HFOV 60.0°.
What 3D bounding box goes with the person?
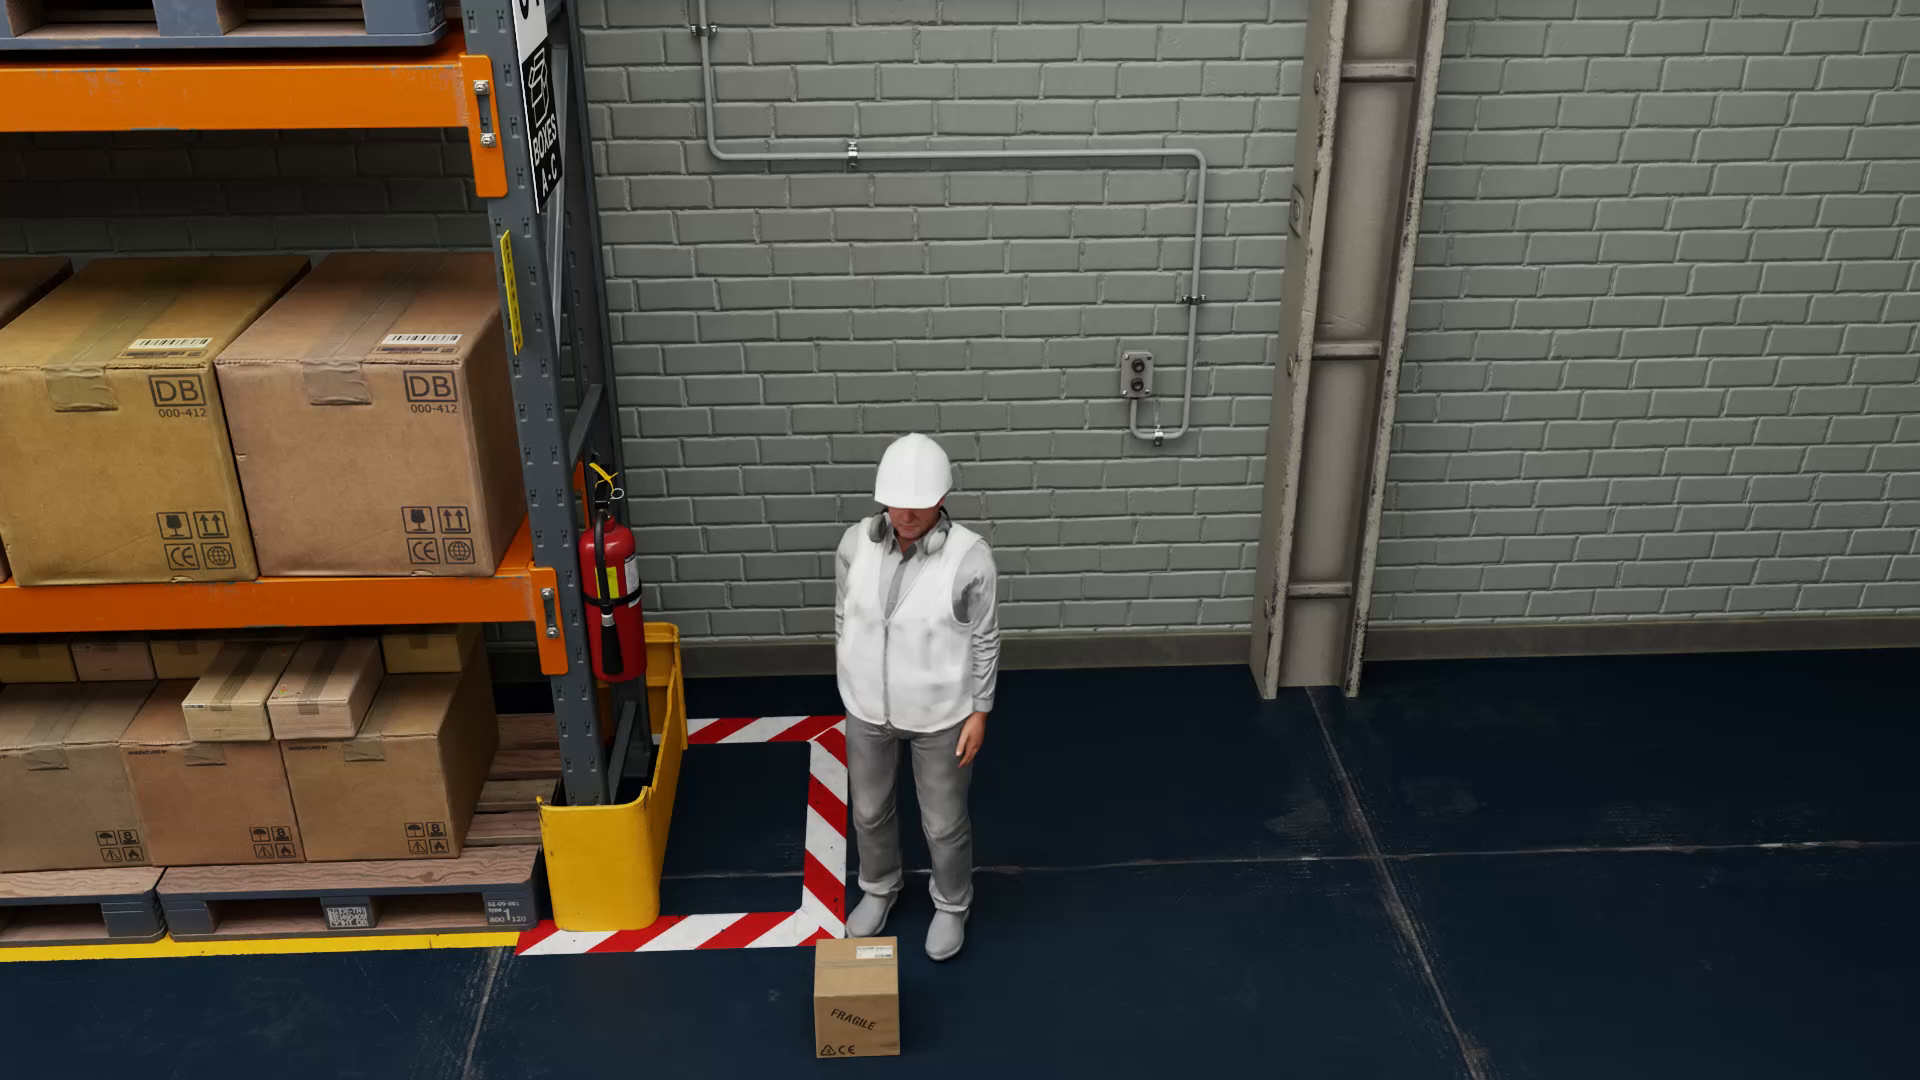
[{"bbox_3d":[-0.140,0.501,5.133,0.533,1.764,0.360,9,29,17],"label":"person"}]
